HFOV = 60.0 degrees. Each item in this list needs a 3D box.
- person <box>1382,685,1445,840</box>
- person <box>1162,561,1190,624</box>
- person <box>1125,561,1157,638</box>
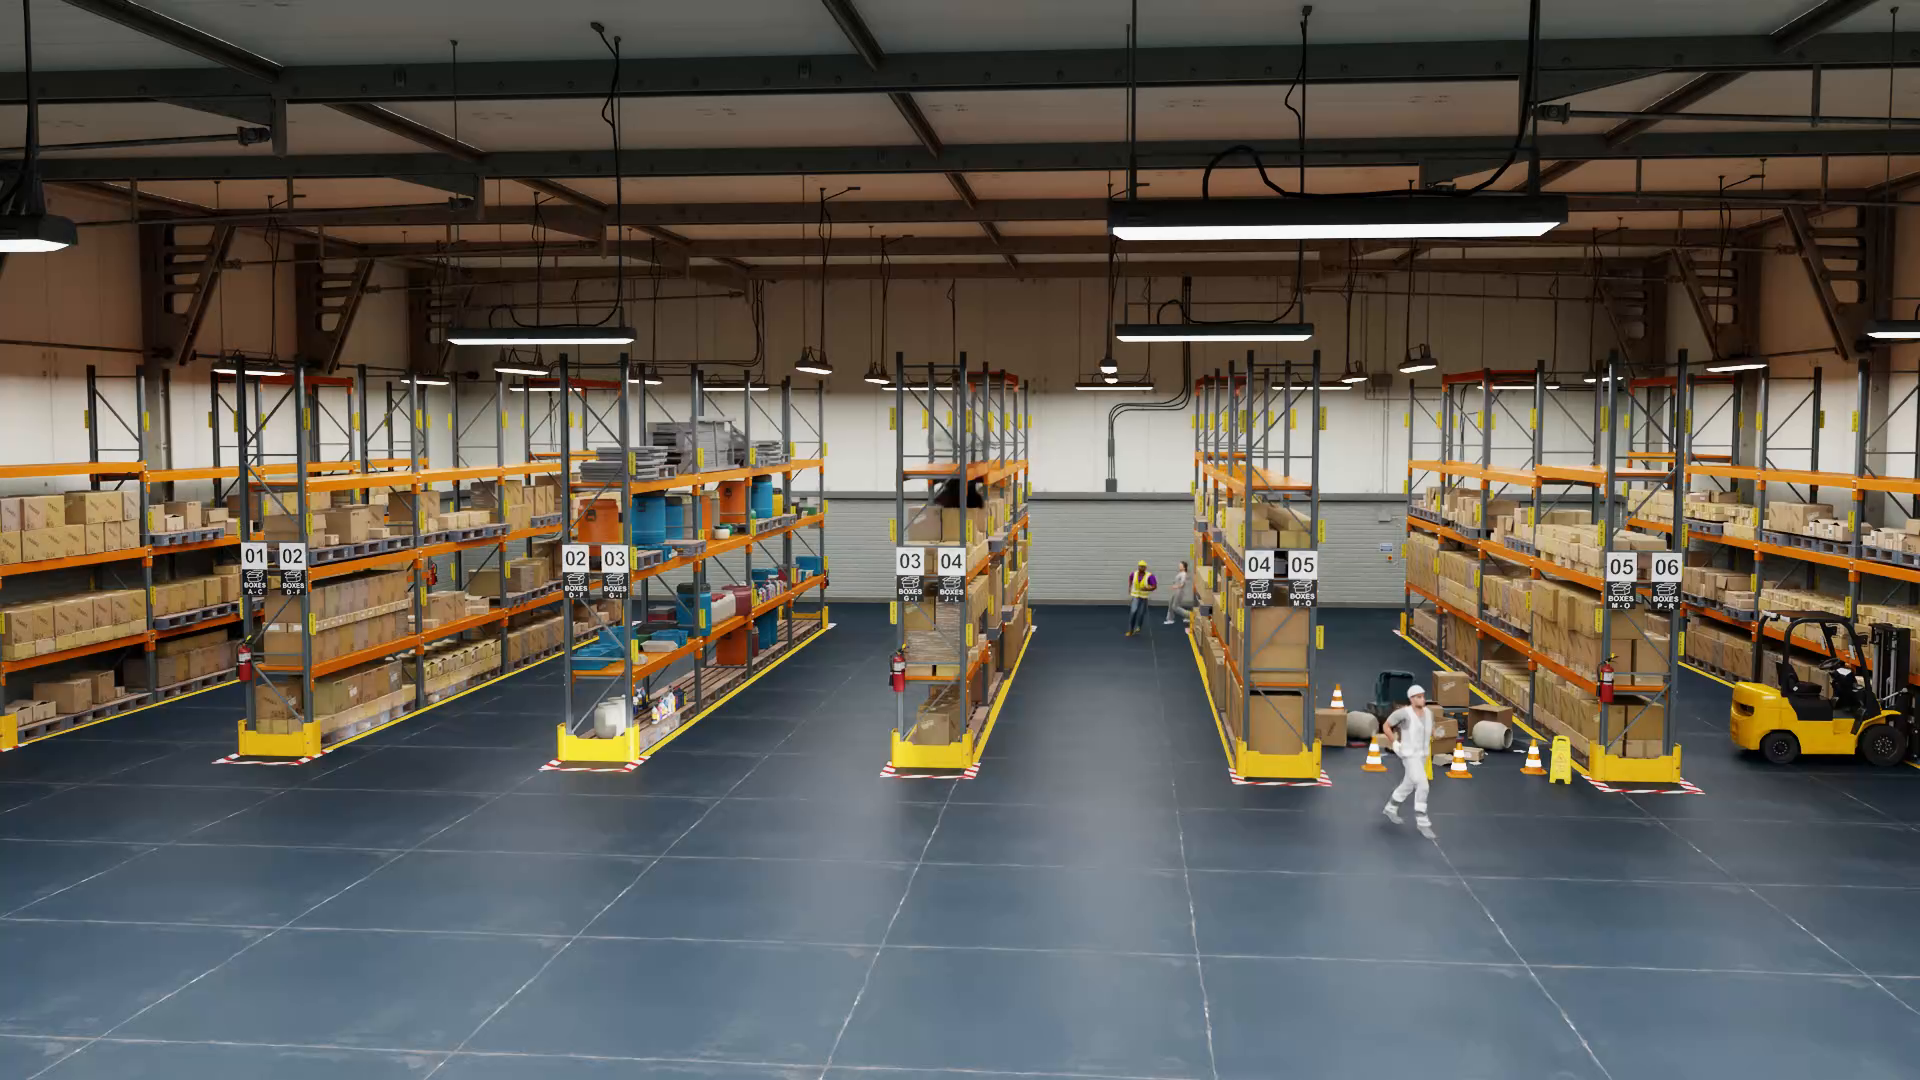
[{"bbox_3d":[5.541,2.669,20.293,0.623,1.839,0.845,-3,5,-37],"label":"person"},{"bbox_3d":[5.338,1.309,40.765,0.771,1.618,0.677,1,4,8],"label":"person"},{"bbox_3d":[4.253,1.363,38.851,0.707,1.795,0.741,1,4,14],"label":"person"}]
